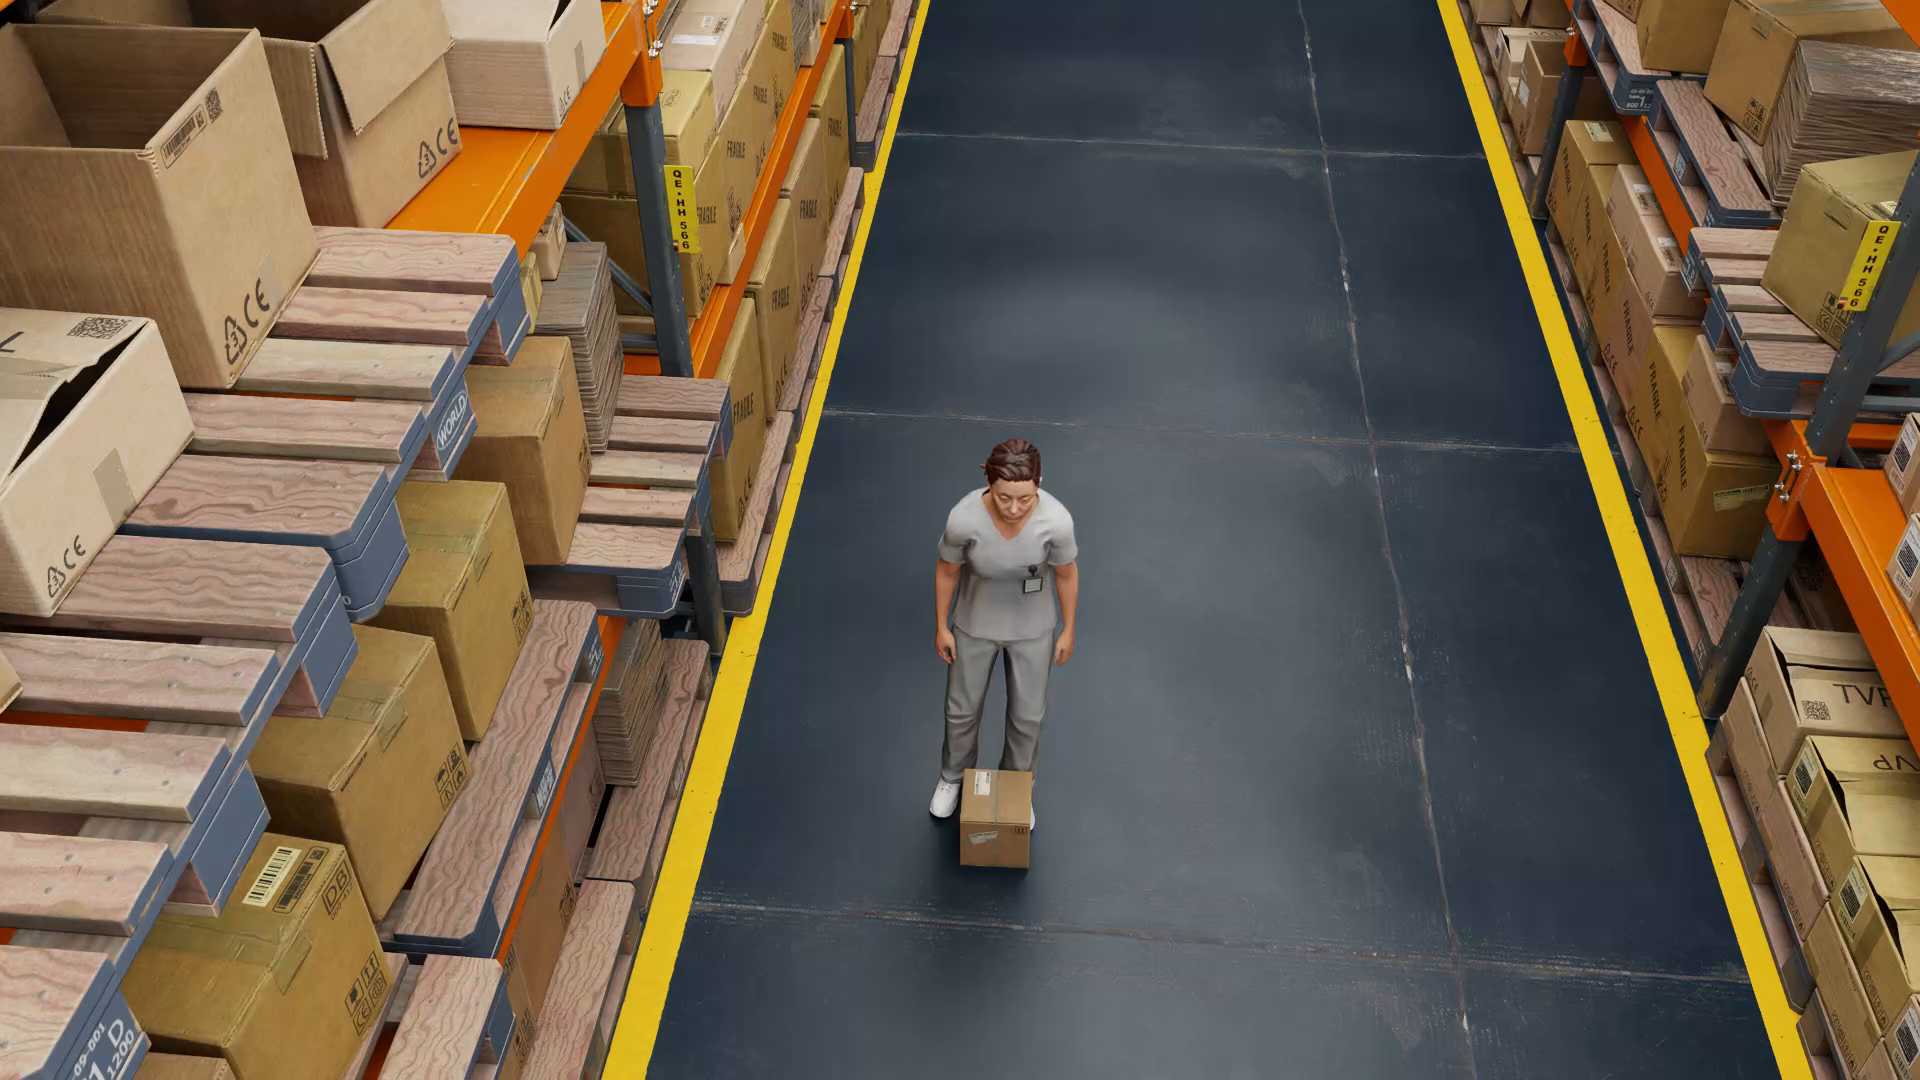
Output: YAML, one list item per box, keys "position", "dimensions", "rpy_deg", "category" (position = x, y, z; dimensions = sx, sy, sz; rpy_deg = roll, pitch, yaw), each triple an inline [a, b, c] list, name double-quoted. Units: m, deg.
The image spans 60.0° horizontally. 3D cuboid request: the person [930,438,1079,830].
- position: [0.147, 0.330, 5.767]
  dimensions: [0.513, 1.673, 0.408]
  rpy_deg: [1, 40, 1]
  category: "person"
